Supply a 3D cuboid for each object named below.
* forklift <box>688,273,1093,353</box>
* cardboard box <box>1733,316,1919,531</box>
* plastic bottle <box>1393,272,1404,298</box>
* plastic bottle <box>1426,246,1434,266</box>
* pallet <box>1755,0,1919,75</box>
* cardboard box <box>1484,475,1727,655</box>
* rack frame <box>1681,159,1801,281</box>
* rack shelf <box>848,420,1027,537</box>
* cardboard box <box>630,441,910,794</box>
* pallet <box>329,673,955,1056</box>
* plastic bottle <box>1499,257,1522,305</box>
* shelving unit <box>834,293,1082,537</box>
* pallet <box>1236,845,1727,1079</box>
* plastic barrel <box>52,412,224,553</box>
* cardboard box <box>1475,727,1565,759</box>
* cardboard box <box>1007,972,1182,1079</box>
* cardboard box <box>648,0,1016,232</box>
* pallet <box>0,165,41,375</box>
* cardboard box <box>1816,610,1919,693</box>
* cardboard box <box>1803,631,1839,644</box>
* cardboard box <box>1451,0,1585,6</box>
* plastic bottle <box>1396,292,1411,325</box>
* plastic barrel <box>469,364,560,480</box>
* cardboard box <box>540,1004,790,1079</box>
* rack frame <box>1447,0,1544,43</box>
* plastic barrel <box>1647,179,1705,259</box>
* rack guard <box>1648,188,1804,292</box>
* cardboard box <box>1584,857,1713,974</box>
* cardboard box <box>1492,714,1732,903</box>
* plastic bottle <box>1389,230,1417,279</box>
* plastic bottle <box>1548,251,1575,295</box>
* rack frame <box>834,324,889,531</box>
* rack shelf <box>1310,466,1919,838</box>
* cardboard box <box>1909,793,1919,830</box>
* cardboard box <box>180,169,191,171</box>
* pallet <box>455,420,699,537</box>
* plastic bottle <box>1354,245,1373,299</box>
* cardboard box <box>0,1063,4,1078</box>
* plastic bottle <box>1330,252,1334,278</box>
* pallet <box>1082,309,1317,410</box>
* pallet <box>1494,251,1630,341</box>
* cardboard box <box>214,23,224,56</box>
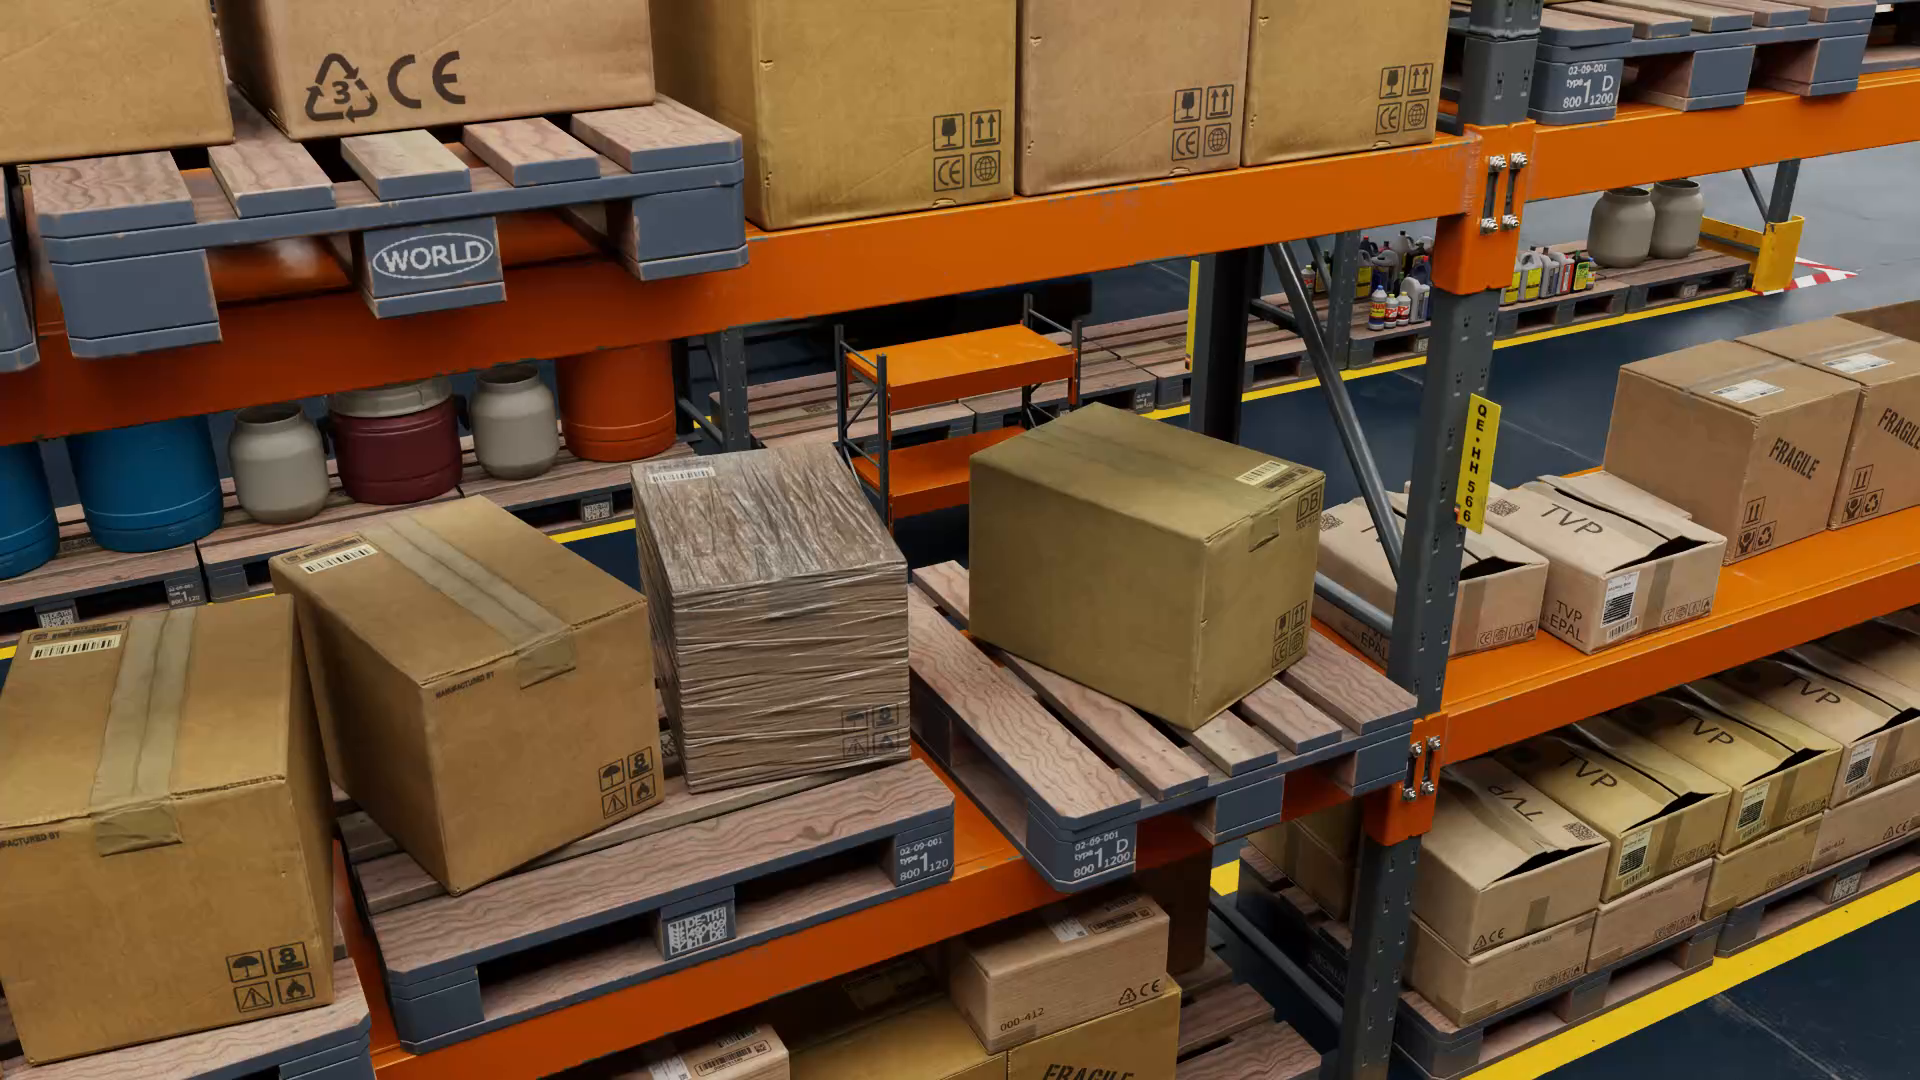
[{"bbox_3d":[-0.649,-2.701,10.488,3.031,2.935,1.130,-13,28,-25],"label":"forklift"},{"bbox_3d":[2.885,-0.397,5.496,0.500,0.500,0.500,-13,29,-25],"label":"cardboard box"},{"bbox_3d":[2.859,-1.592,10.730,0.133,0.283,0.061,-13,29,-25],"label":"plastic bottle"},{"bbox_3d":[3.232,-1.915,11.403,0.133,0.283,0.061,-13,29,-25],"label":"plastic bottle"},{"bbox_3d":[2.490,-1.565,4.797,1.213,0.211,1.003,-12,28,-23],"label":"pallet"},{"bbox_3d":[1.828,0.035,4.814,0.500,0.311,0.500,-13,29,-26],"label":"cardboard box"},{"bbox_3d":[5.679,-3.419,11.905,0.127,3.000,1.000,-13,29,-25],"label":"rack frame"},{"bbox_3d":[-0.006,-0.285,8.109,1.000,0.278,0.538,-13,29,-25],"label":"rack shelf"},{"bbox_3d":[-0.452,0.154,3.864,0.500,0.500,0.700,-8,27,-15],"label":"cardboard box"},{"bbox_3d":[-0.766,0.588,3.782,1.213,0.211,1.003,-13,29,-25],"label":"pallet"},{"bbox_3d":[3.599,-1.739,10.959,0.185,0.351,0.144,-13,29,-25],"label":"plastic bottle"},{"bbox_3d":[-0.006,-0.506,8.004,1.048,1.125,0.538,-13,29,-25],"label":"shelving unit"},{"bbox_3d":[1.692,1.208,5.491,1.213,0.211,1.003,-13,29,-25],"label":"pallet"},{"bbox_3d":[-3.796,-0.466,7.695,0.708,0.901,0.600,-13,29,-25],"label":"plastic barrel"},{"bbox_3d":[1.749,0.592,5.596,0.500,0.311,0.500,-13,29,-26],"label":"cardboard box"},{"bbox_3d":[0.233,1.312,4.432,0.500,0.500,0.500,-12,28,-23],"label":"cardboard box"},{"bbox_3d":[-0.330,-0.983,3.250,0.500,0.500,0.910,-13,29,-25],"label":"cardboard box"},{"bbox_3d":[-1.973,-0.456,2.485,1.003,0.211,1.213,-13,29,-25],"label":"pallet"},{"bbox_3d":[3.357,0.487,5.814,0.500,0.311,0.500,-13,29,-25],"label":"cardboard box"},{"bbox_3d":[3.095,0.281,6.243,0.500,0.311,0.500,-14,29,-27],"label":"cardboard box"},{"bbox_3d":[1.322,-1.485,4.099,0.500,0.250,0.500,-15,30,-29],"label":"cardboard box"},{"bbox_3d":[2.816,-1.480,10.591,0.097,0.201,0.097,0,26,0],"label":"plastic bottle"},{"bbox_3d":[-2.260,-0.602,8.427,0.421,0.512,0.421,0,26,0],"label":"plastic barrel"},{"bbox_3d":[-0.716,1.197,3.805,0.500,0.250,0.500,-14,29,-26],"label":"cardboard box"},{"bbox_3d":[0.948,-2.601,3.271,0.127,3.000,1.000,-13,29,-25],"label":"rack frame"},{"bbox_3d":[5.134,-2.323,12.012,0.421,0.512,0.421,0,26,0],"label":"plastic barrel"},{"bbox_3d":[5.634,-2.258,12.376,0.348,0.500,1.175,-13,29,-25],"label":"rack guard"},{"bbox_3d":[1.991,1.056,5.276,0.500,0.250,0.500,-14,29,-27],"label":"cardboard box"},{"bbox_3d":[2.008,0.796,5.170,0.500,0.311,0.500,-14,29,-26],"label":"cardboard box"},{"bbox_3d":[3.037,-1.954,11.407,0.185,0.351,0.144,-13,29,-25],"label":"plastic bottle"},{"bbox_3d":[4.030,-1.807,11.186,0.135,0.276,0.152,-13,28,-25],"label":"plastic bottle"},{"bbox_3d":[-0.455,-0.402,7.788,0.032,1.125,0.500,-13,29,-25],"label":"rack frame"},{"bbox_3d":[2.712,0.020,5.573,4.000,0.370,1.077,-13,29,-25],"label":"rack shelf"},{"bbox_3d":[3.349,0.741,5.933,0.500,0.250,0.500,-12,28,-24],"label":"cardboard box"},{"bbox_3d":[-5.897,-2.418,11.790,0.875,0.875,1.225,-14,29,-27],"label":"cardboard box"},{"bbox_3d":[-2.056,-0.356,8.747,1.213,0.211,1.003,-13,29,-25],"label":"pallet"},{"bbox_3d":[2.650,-1.794,11.074,0.185,0.351,0.144,-13,29,-25],"label":"plastic bottle"},{"bbox_3d":[-2.059,0.672,2.783,0.700,0.500,0.500,22,33,37],"label":"cardboard box"},{"bbox_3d":[2.582,-1.849,11.188,0.185,0.351,0.144,-14,29,-26],"label":"plastic bottle"},{"bbox_3d":[1.475,-1.172,10.447,1.213,0.211,1.003,-13,29,-25],"label":"pallet"},{"bbox_3d":[3.840,-1.718,11.584,1.213,0.211,1.003,-13,29,-25],"label":"pallet"},{"bbox_3d":[-4.929,-3.324,11.593,0.500,0.500,0.500,-14,29,-27],"label":"cardboard box"}]
